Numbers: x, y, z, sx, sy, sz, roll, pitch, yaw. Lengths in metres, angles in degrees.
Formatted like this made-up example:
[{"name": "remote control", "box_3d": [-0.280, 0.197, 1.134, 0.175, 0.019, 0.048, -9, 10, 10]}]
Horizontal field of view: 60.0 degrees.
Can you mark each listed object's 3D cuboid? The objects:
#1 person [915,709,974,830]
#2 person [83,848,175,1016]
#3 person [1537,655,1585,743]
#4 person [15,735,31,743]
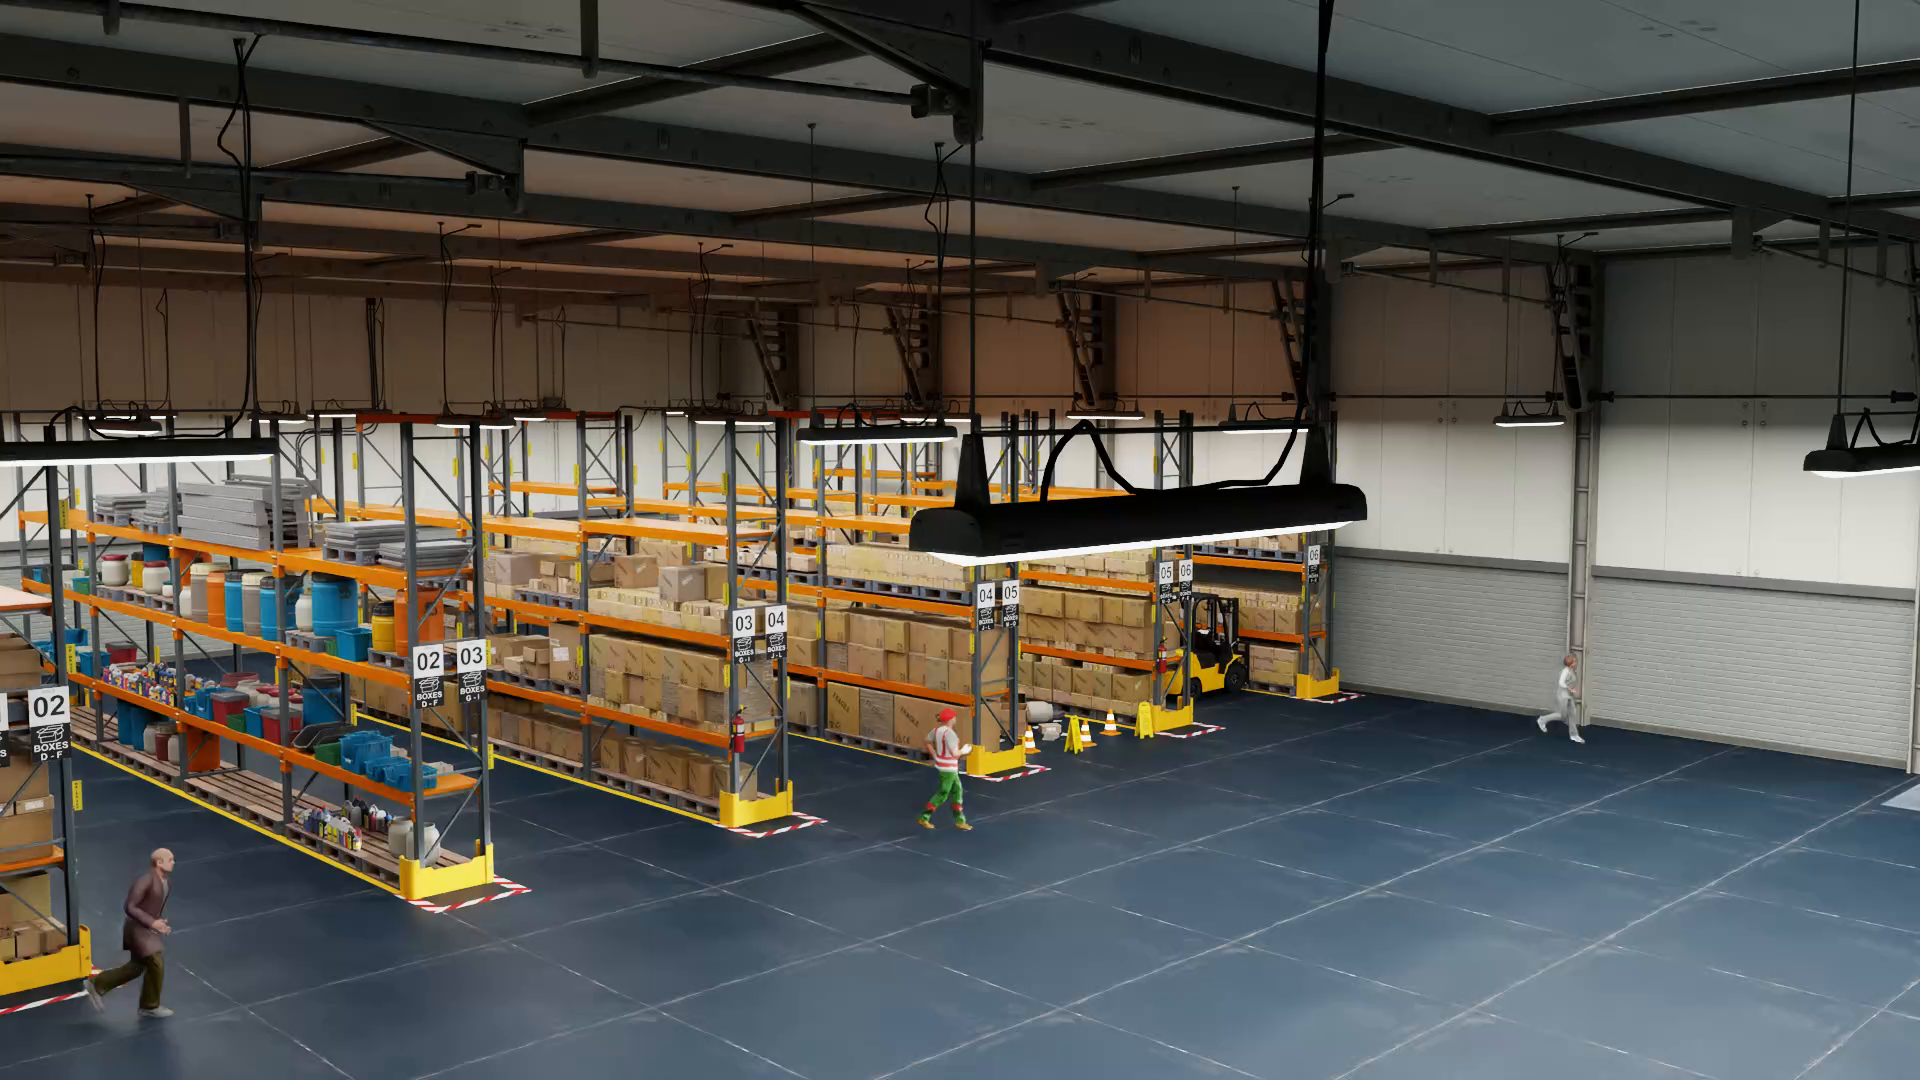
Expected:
[{"name": "person", "box_3d": [-0.205, 3.348, 24.021, 0.896, 1.822, 0.627, -1, 5, -16]}, {"name": "person", "box_3d": [-8.473, 4.023, 16.997, 0.915, 1.742, 0.723, -1, 5, -8]}, {"name": "person", "box_3d": [11.073, 2.898, 30.549, 0.868, 1.588, 0.566, 3, 6, 31]}, {"name": "person", "box_3d": [-15.153, 3.144, 27.066, 0.592, 1.677, 0.561, 5, 7, 42]}]
